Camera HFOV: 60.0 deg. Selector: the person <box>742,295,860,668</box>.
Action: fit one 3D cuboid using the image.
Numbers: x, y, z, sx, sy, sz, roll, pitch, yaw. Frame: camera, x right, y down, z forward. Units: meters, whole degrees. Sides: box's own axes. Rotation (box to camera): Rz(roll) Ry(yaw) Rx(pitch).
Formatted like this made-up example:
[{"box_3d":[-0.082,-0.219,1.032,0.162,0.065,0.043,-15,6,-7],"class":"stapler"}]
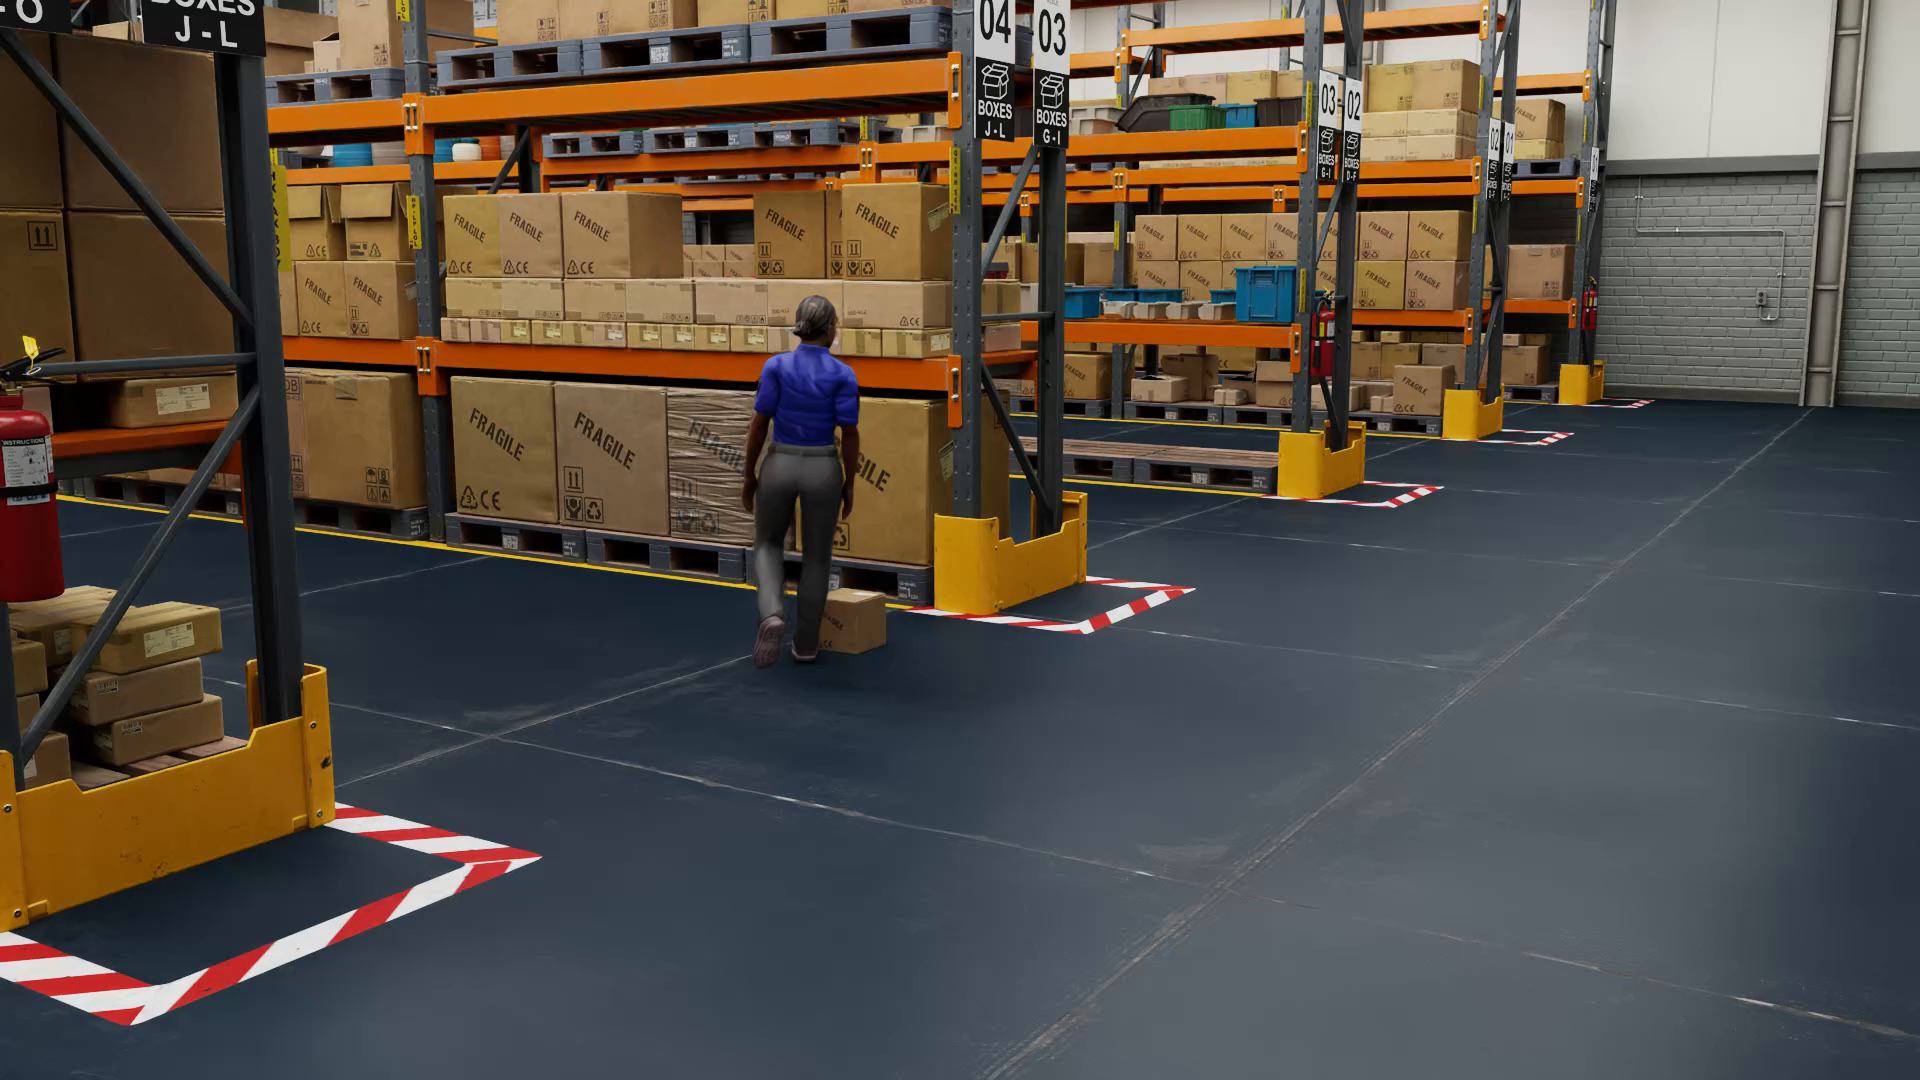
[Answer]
[{"box_3d":[-0.699,-0.256,7.394,0.531,1.655,0.531,0,10,0],"class":"person"}]
